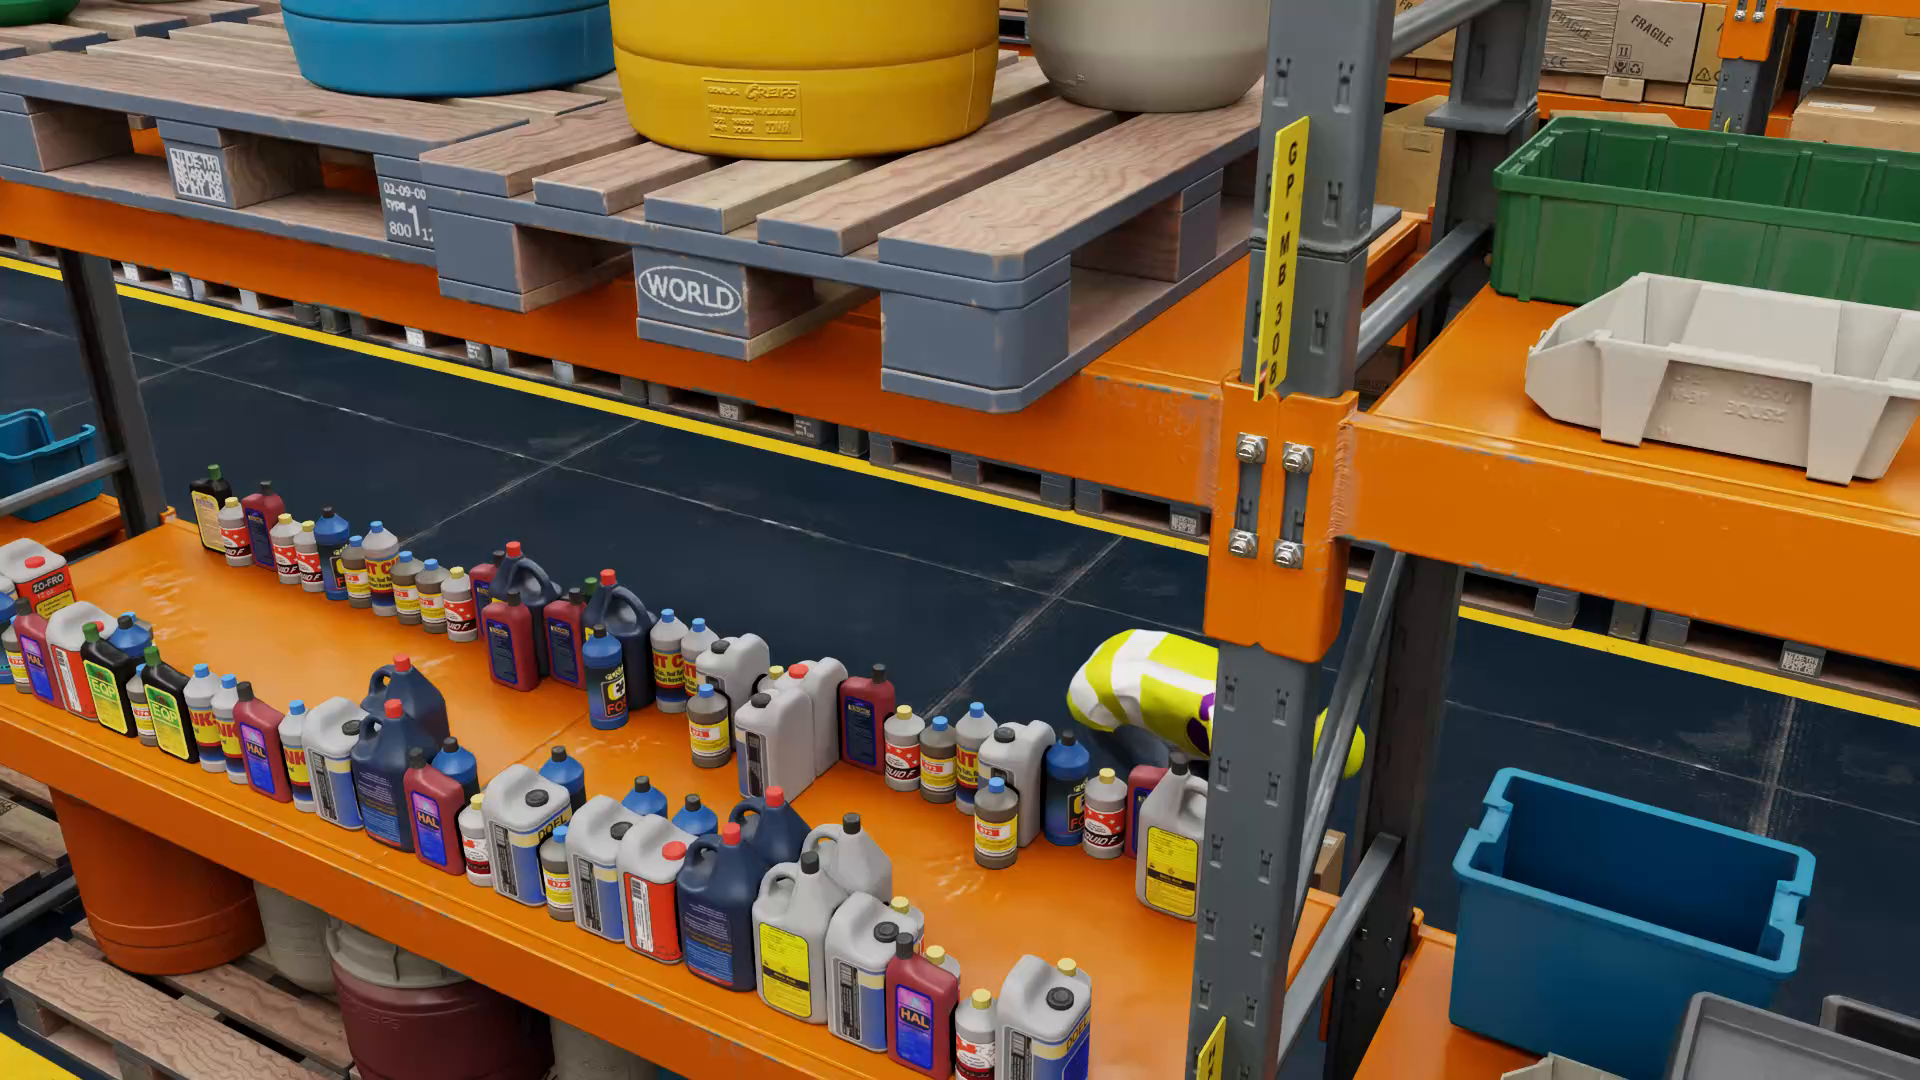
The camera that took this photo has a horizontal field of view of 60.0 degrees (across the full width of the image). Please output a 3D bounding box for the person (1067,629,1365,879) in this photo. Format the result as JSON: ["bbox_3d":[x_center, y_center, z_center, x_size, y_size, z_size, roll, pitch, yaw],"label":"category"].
[{"bbox_3d":[0.845,0.771,5.558,0.979,0.885,0.512,13,29,24],"label":"person"}]
